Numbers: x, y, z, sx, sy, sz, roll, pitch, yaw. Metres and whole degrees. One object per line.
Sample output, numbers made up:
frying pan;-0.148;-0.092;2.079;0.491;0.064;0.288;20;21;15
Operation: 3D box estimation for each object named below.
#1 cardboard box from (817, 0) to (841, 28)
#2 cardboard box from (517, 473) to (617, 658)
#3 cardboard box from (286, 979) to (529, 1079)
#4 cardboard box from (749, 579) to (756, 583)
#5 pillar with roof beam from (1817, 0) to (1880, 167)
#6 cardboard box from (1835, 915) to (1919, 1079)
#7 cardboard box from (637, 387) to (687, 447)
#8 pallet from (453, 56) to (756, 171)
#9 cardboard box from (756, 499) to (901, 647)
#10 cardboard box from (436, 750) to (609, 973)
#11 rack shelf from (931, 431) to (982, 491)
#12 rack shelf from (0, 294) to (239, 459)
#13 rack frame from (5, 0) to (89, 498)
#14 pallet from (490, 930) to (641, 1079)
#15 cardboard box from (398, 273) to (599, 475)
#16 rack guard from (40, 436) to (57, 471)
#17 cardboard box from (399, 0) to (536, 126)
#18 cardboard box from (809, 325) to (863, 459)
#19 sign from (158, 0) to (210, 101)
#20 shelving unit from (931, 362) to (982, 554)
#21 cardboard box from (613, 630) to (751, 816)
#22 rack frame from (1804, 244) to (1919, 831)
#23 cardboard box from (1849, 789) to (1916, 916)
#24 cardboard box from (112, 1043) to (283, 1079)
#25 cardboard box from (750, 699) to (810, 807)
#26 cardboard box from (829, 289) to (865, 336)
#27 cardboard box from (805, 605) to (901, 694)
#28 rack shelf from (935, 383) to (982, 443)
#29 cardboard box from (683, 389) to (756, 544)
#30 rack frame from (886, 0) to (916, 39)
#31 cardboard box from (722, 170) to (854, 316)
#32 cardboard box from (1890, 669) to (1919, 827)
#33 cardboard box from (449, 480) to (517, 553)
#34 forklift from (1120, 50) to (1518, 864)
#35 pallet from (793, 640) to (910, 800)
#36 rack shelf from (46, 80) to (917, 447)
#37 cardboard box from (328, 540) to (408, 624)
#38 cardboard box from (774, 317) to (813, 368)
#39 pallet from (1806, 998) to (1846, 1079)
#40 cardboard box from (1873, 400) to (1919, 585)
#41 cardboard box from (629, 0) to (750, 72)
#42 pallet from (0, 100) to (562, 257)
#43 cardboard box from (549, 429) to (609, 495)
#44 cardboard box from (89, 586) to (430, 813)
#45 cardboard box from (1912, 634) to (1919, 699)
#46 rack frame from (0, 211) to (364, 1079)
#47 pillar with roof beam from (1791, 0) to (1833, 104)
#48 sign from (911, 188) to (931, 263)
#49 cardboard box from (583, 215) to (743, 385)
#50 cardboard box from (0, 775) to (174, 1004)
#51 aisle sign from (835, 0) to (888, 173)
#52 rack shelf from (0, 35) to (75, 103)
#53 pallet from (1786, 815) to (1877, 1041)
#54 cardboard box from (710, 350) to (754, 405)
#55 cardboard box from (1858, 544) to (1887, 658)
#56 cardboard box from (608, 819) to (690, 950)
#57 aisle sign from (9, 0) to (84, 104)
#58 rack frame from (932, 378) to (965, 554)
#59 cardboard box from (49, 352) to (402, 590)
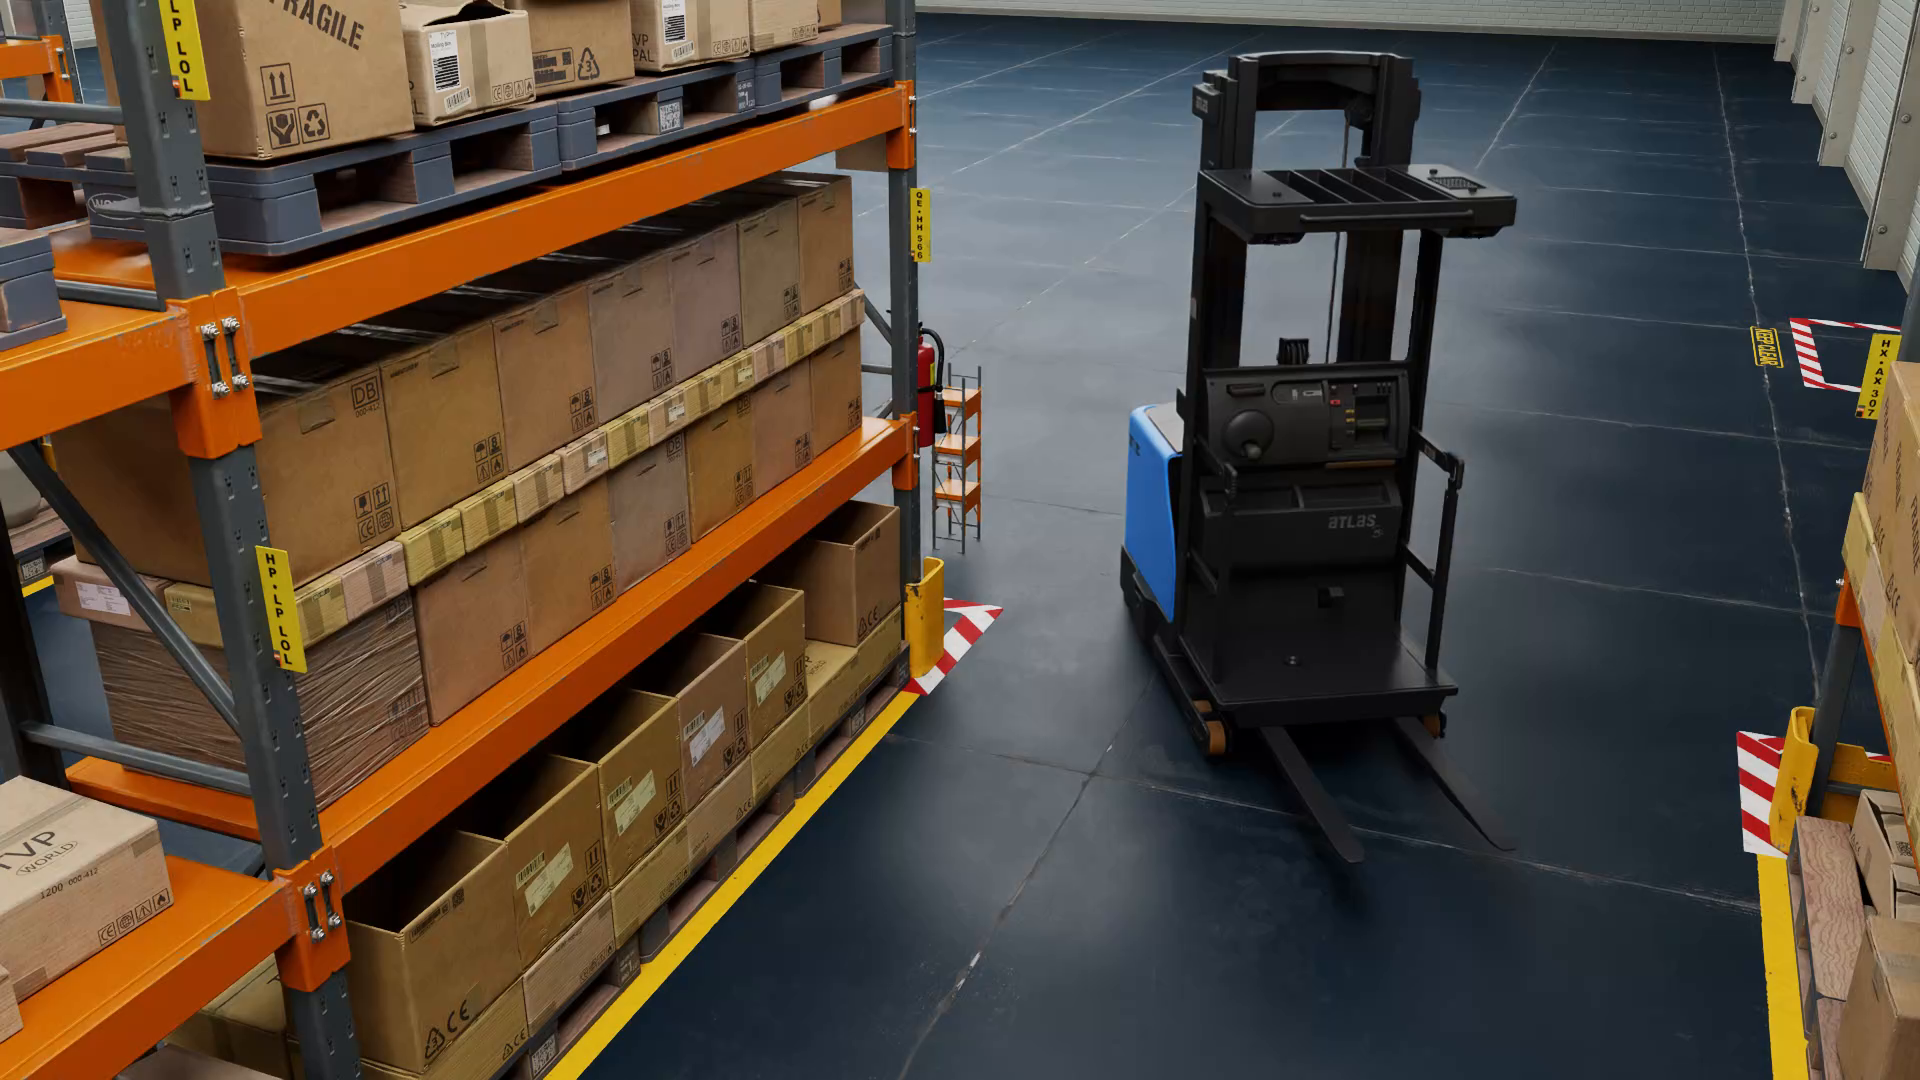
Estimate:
cardboard box;-0.894;-2.322;6.666;0.797;0.503;0.637;11;25;24
cardboard box;-1.624;0.020;5.682;0.700;0.500;0.500;9;24;21
cardboard box;-1.709;1.547;5.178;0.500;0.250;0.500;9;24;20
cardboard box;-1.082;0.398;7.929;0.500;0.250;0.500;9;24;20
pillar with roof beam;7.156;-9.581;21.012;9.100;9.000;0.400;9;24;20
cardboard box;3.053;1.515;4.903;0.700;0.500;0.500;7;24;17
cardboard box;-1.216;-0.463;5.996;0.380;0.149;0.250;8;24;19
pallet;-1.415;-1.493;5.656;1.003;0.211;1.213;9;24;20
cardboard box;-0.600;0.126;7.606;0.500;0.500;0.500;9;24;20
cardboard box;-1.521;1.022;5.461;0.500;0.500;0.500;9;24;20
rack shelf;-0.020;-0.456;9.506;0.215;0.259;0.240;9;24;20
rack shelf;-2.905;0.258;2.283;1.077;0.370;4.000;9;24;20
rack frame;-5.274;-1.548;9.564;1.000;3.000;0.127;9;24;20
pallet;-1.828;1.602;5.640;1.003;0.211;1.213;9;24;20
cardboard box;-1.630;-0.570;5.411;0.700;0.500;0.500;9;24;20
rack guard;-5.259;-0.360;9.964;1.175;0.500;0.348;9;24;20
cardboard box;-1.530;-1.343;4.571;0.500;0.311;0.500;7;24;17
cardboard box;-0.862;-0.718;7.448;0.700;0.500;0.500;9;24;20
sign;-1.655;-1.100;3.520;0.100;0.325;0.005;9;24;20
shelving unit;-0.020;-0.465;9.502;0.215;1.050;0.252;9;24;20
cardboard box;-1.144;0.665;6.316;0.500;0.500;0.500;9;24;20
rack frame;3.924;-0.129;6.168;1.000;3.000;0.127;9;24;20
cardboard box;3.583;1.143;6.040;0.500;0.311;0.500;6;23;14
cardboard box;-2.047;1.596;4.332;0.500;0.311;0.500;9;24;20
cardboard box;-0.960;0.832;6.890;0.500;0.250;0.500;9;24;20
cardboard box;-0.642;-1.019;7.326;0.380;0.149;0.250;8;24;19
cardboard box;-0.602;0.472;7.751;0.500;0.250;0.500;9;24;20
rack shelf;-0.020;-0.717;9.397;0.215;0.259;0.240;9;24;20
cardboard box;-1.242;-0.353;6.573;0.700;0.500;0.500;9;24;20
rack frame;-0.677;-3.606;6.706;1.000;3.000;0.127;9;24;20
cardboard box;-0.882;-1.298;7.153;0.700;0.500;0.500;9;24;20
cardboard box;2.884;0.610;4.567;0.500;0.250;0.500;9;24;21
cardboard box;-1.599;-0.096;5.117;0.380;0.149;0.250;9;24;20
forklift;1.583;-0.527;7.210;1.130;2.935;3.031;-3;23;-8
pallet;-0.922;0.729;7.731;1.003;0.211;1.213;9;24;20
rack shelf;-1.420;-1.174;5.710;1.077;0.370;4.000;9;24;20
cardboard box;-1.790;0.090;4.670;0.380;0.149;0.250;9;24;21
cardboard box;-0.833;-0.833;6.882;0.380;0.149;0.250;8;24;19
pallet;3.106;1.905;4.915;1.003;0.211;1.213;9;24;20
cardboard box;3.275;-0.112;5.323;0.500;0.500;0.500;9;24;20
cardboard box;-1.066;-1.790;5.641;0.500;0.311;0.500;12;25;26
pallet;-1.870;-1.058;4.614;1.003;0.211;1.213;9;24;20
cardboard box;-1.408;-0.282;5.561;0.380;0.149;0.250;8;24;19
cardboard box;-2.004;0.388;4.799;0.700;0.500;0.500;8;24;19
cardboard box;2.896;0.258;4.436;0.500;0.500;0.500;10;25;22
rack frame;-2.162;0.594;4.436;1.000;3.000;0.127;9;24;20
pillar with roof beam;9.385;-11.728;26.152;9.100;9.000;0.400;9;24;20
sign;-0.178;-1.398;7.396;0.100;0.325;0.005;9;24;20
cardboard box;-1.258;-0.928;6.268;0.700;0.500;0.500;9;24;20
cardboard box;-2.305;0.846;4.028;0.500;0.250;0.500;10;25;23
aisle sign;-0.380;-2.018;7.317;0.394;0.787;0.004;9;24;20
rack shelf;-6.017;-1.884;7.411;1.077;0.370;4.000;9;24;20
pallet;3.561;1.470;5.957;1.003;0.211;1.213;9;24;20
cardboard box;-1.025;-0.650;6.442;0.380;0.149;0.250;10;25;22
cardboard box;3.268;0.248;5.434;0.500;0.250;0.500;8;24;18
cardboard box;-1.328;1.190;6.031;0.500;0.250;0.500;9;24;20
aisle sign;-4.972;-2.731;9.023;0.394;0.787;0.004;9;24;20
rack frame;-0.065;-0.422;9.397;0.200;1.050;0.008;9;24;20
cardboard box;-2.004;-0.210;4.549;0.700;0.500;0.500;9;24;20
